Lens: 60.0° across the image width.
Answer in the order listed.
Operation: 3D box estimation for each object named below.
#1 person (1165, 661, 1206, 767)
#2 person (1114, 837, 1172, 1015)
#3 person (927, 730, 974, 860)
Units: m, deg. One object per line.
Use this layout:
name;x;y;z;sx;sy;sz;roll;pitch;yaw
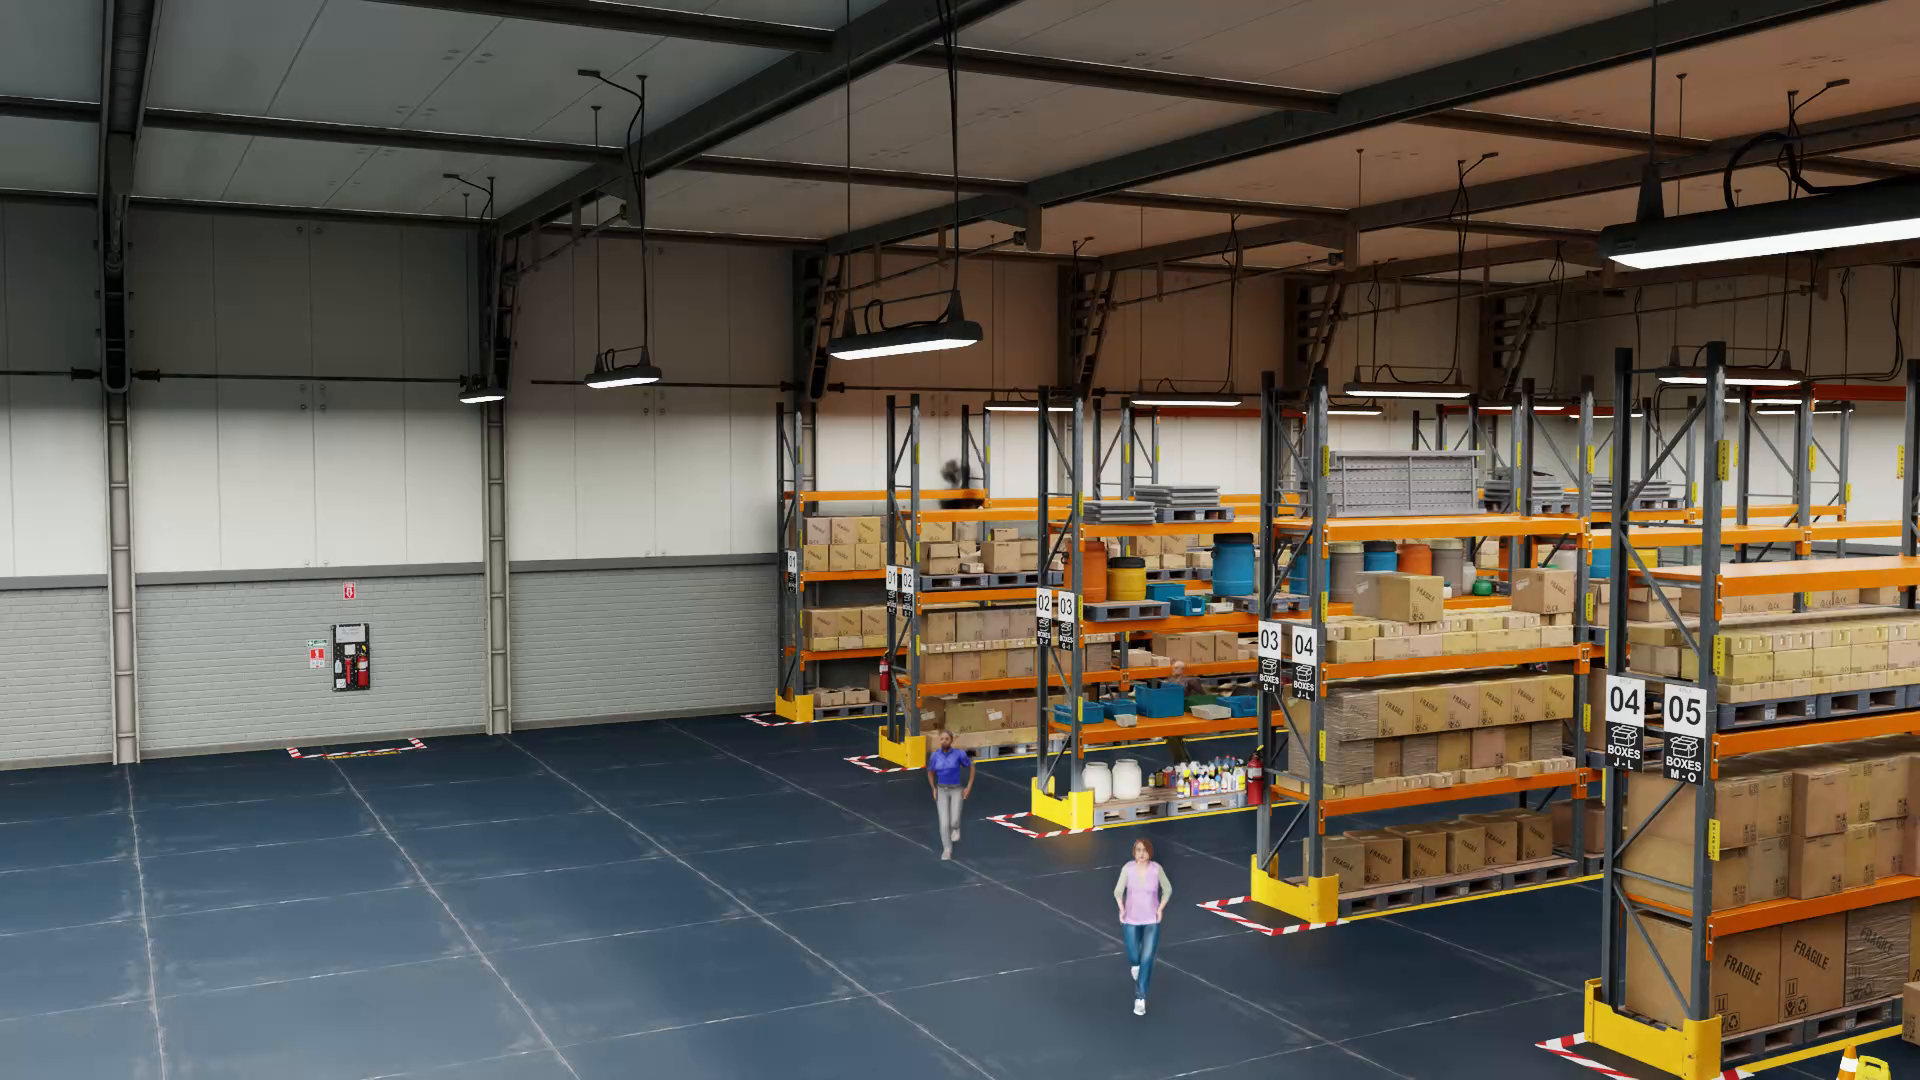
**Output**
person;3.418;2.813;26.174;0.742;1.808;0.702;-2;4;-36
person;1.692;3.523;15.386;0.536;1.575;0.664;0;3;8
person;-0.119;3.188;20.904;0.593;1.629;0.629;1;3;10
